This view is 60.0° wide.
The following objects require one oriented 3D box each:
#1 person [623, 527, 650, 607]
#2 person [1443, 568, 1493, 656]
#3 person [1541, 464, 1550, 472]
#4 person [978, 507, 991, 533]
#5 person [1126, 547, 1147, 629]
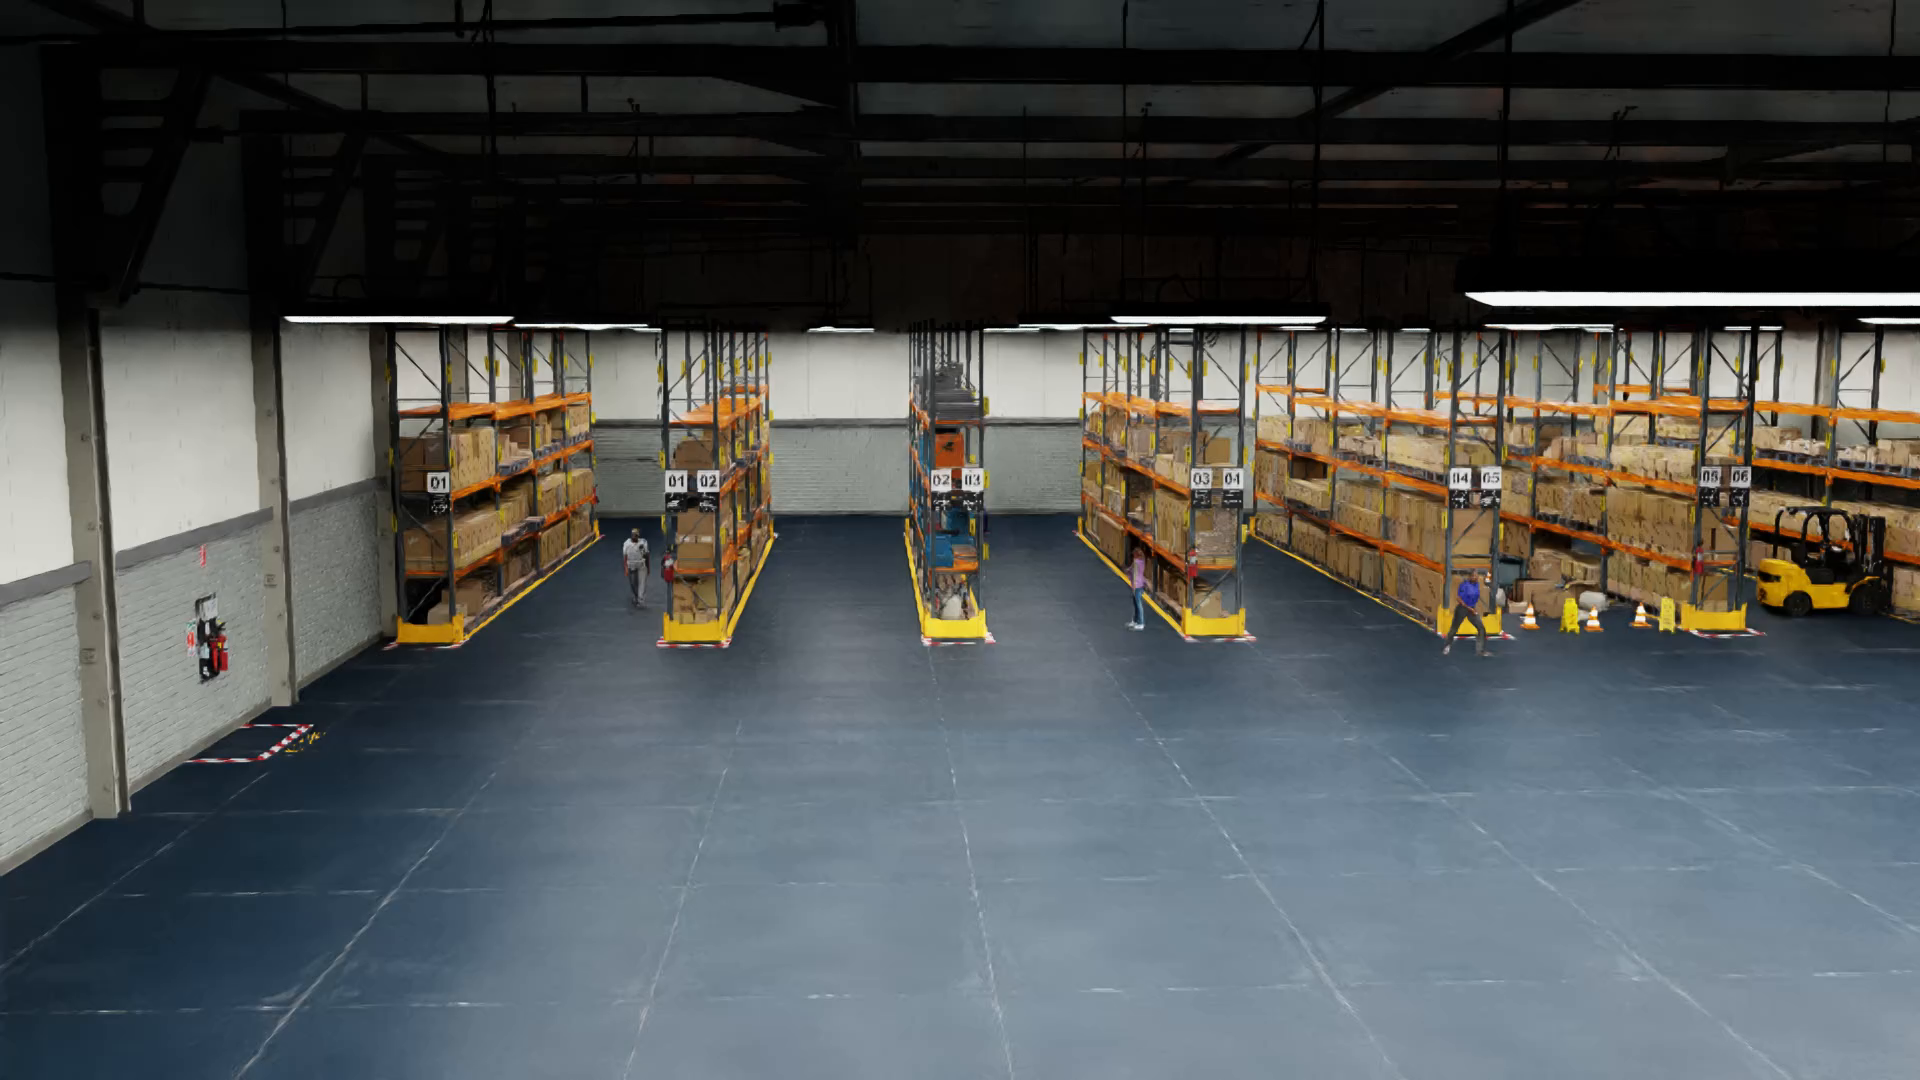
[{"bbox_3d":[-6.833,0.550,35.055,0.542,1.675,1.126,0,7,-1],"label":"person"},{"bbox_3d":[9.068,1.264,29.717,0.622,1.591,0.822,-2,7,-19],"label":"person"},{"bbox_3d":[18.078,-1.477,51.225,0.676,1.771,0.617,-6,9,-38],"label":"person"},{"bbox_3d":[0.481,-1.001,48.050,0.646,1.579,0.820,-3,8,-23],"label":"person"},{"bbox_3d":[3.433,0.930,32.401,0.450,1.588,0.467,4,8,27],"label":"person"}]
